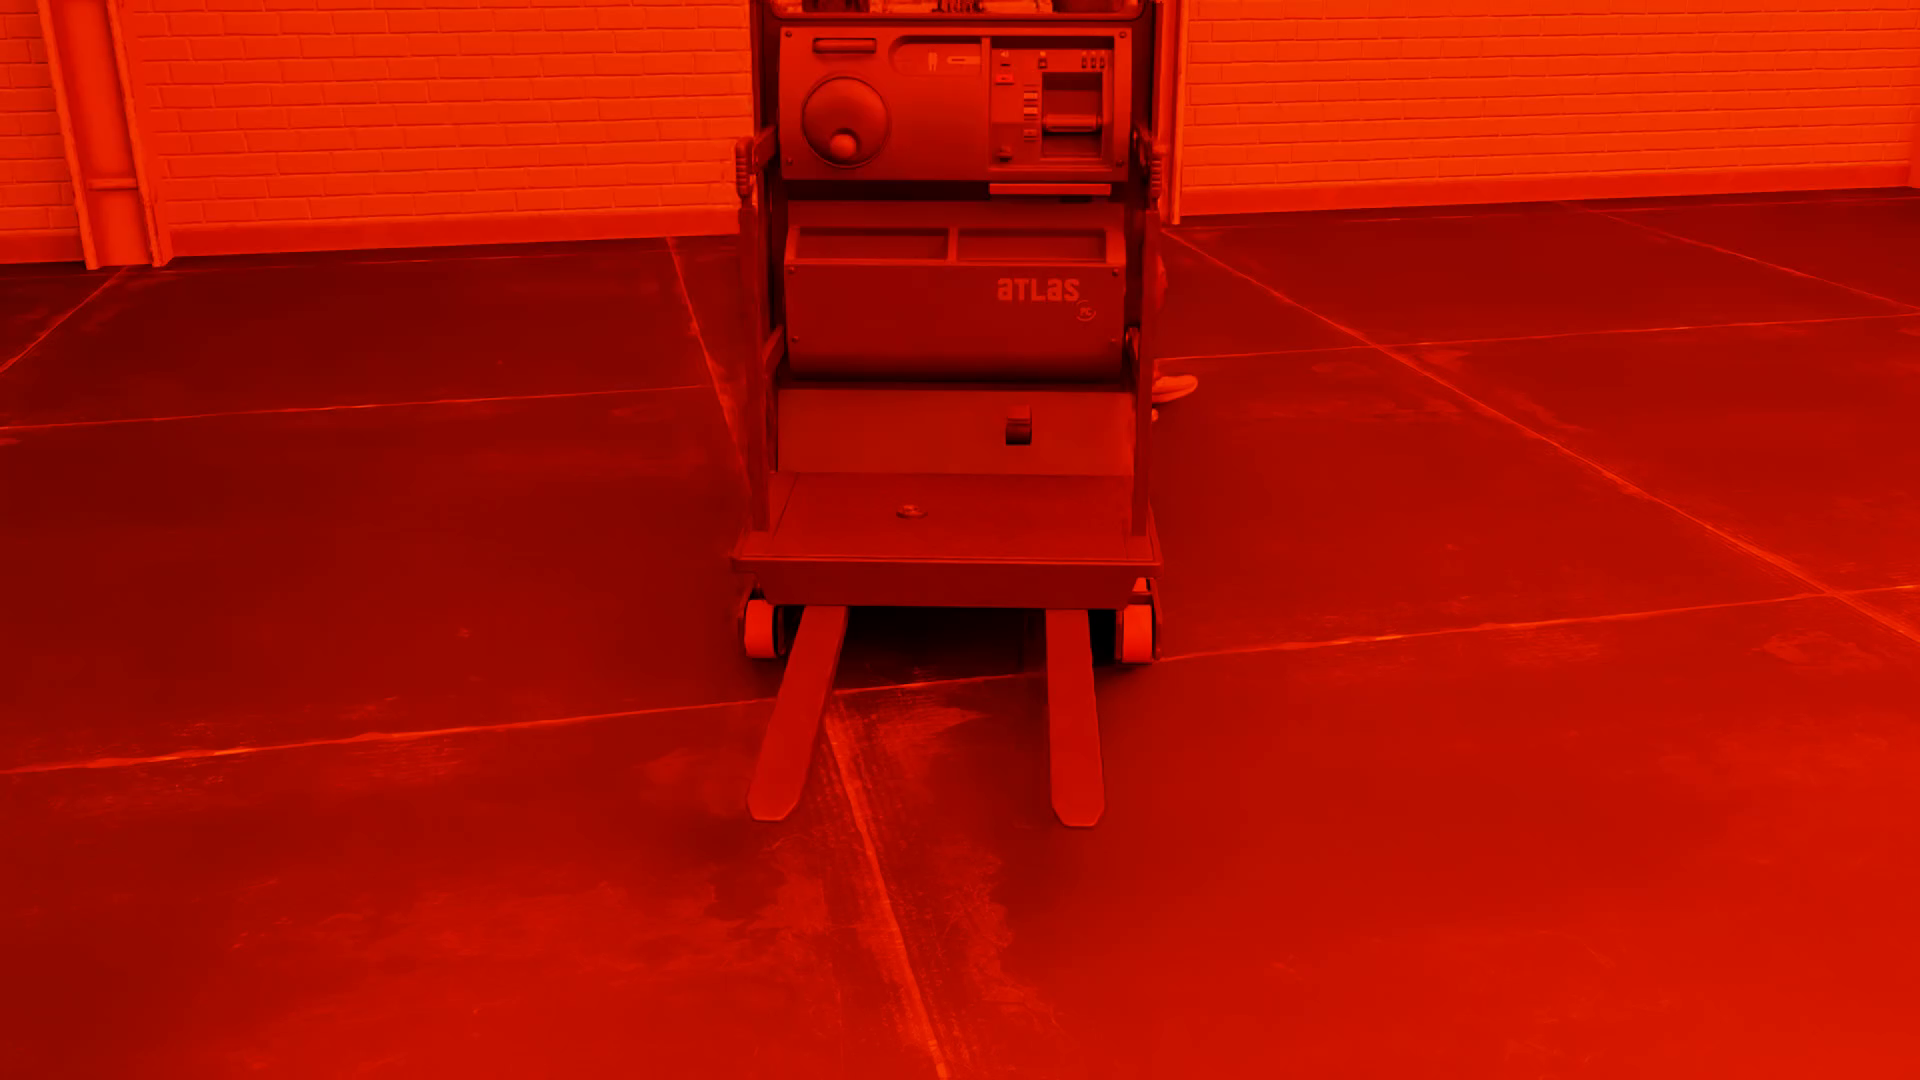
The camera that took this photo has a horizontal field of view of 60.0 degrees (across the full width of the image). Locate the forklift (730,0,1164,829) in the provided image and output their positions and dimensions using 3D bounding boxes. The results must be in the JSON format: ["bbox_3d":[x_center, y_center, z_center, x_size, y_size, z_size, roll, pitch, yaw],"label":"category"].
[{"bbox_3d":[-0.019,-1.151,4.205,1.130,2.935,3.031,1,21,2],"label":"forklift"}]

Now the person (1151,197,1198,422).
[{"bbox_3d":[0.513,-1.198,6.354,0.927,1.505,1.053,-7,22,-17],"label":"person"}]
